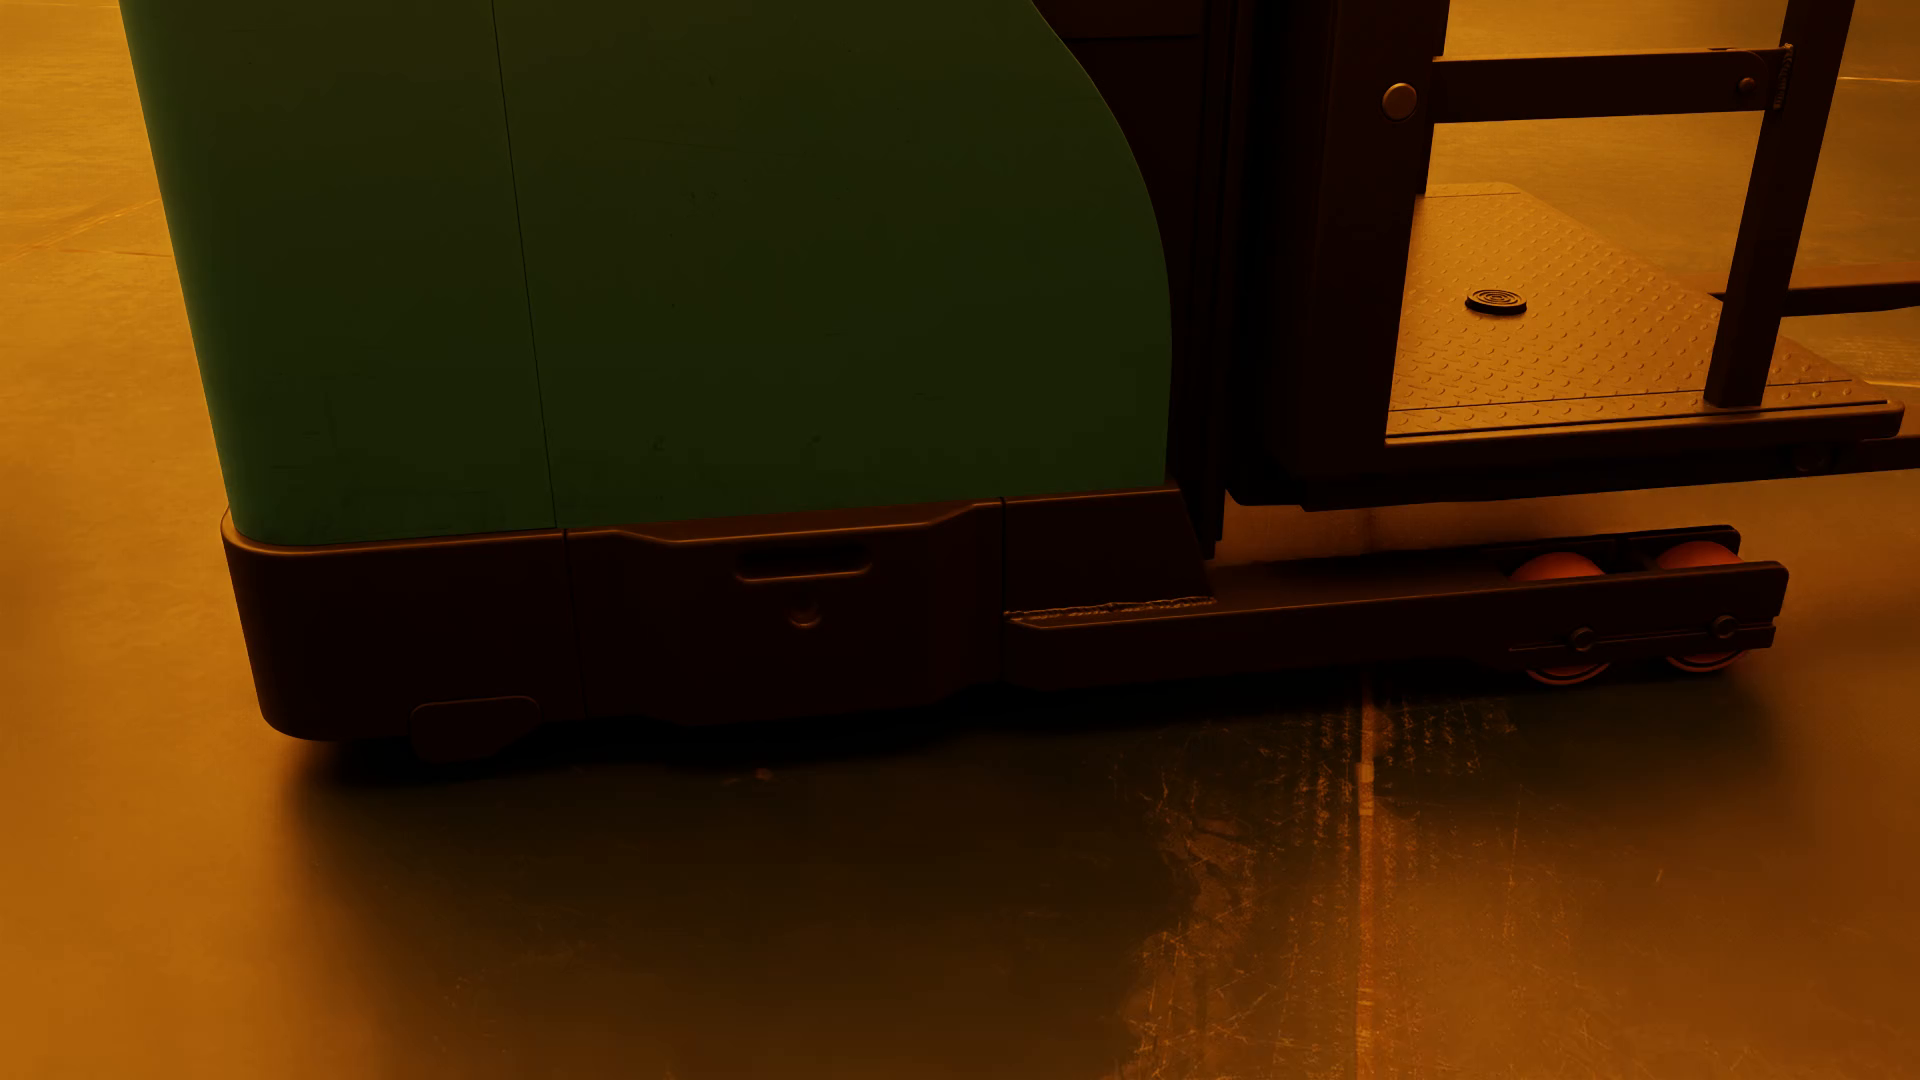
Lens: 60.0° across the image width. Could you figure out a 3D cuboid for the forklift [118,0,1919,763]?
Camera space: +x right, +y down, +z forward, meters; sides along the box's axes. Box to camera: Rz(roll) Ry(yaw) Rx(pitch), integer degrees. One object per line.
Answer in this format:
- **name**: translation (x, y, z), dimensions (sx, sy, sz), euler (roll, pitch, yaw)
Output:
- **forklift**: translation (0.600, -1.354, 1.930), dimensions (3.031, 2.935, 1.130), euler (-4, 27, -9)
